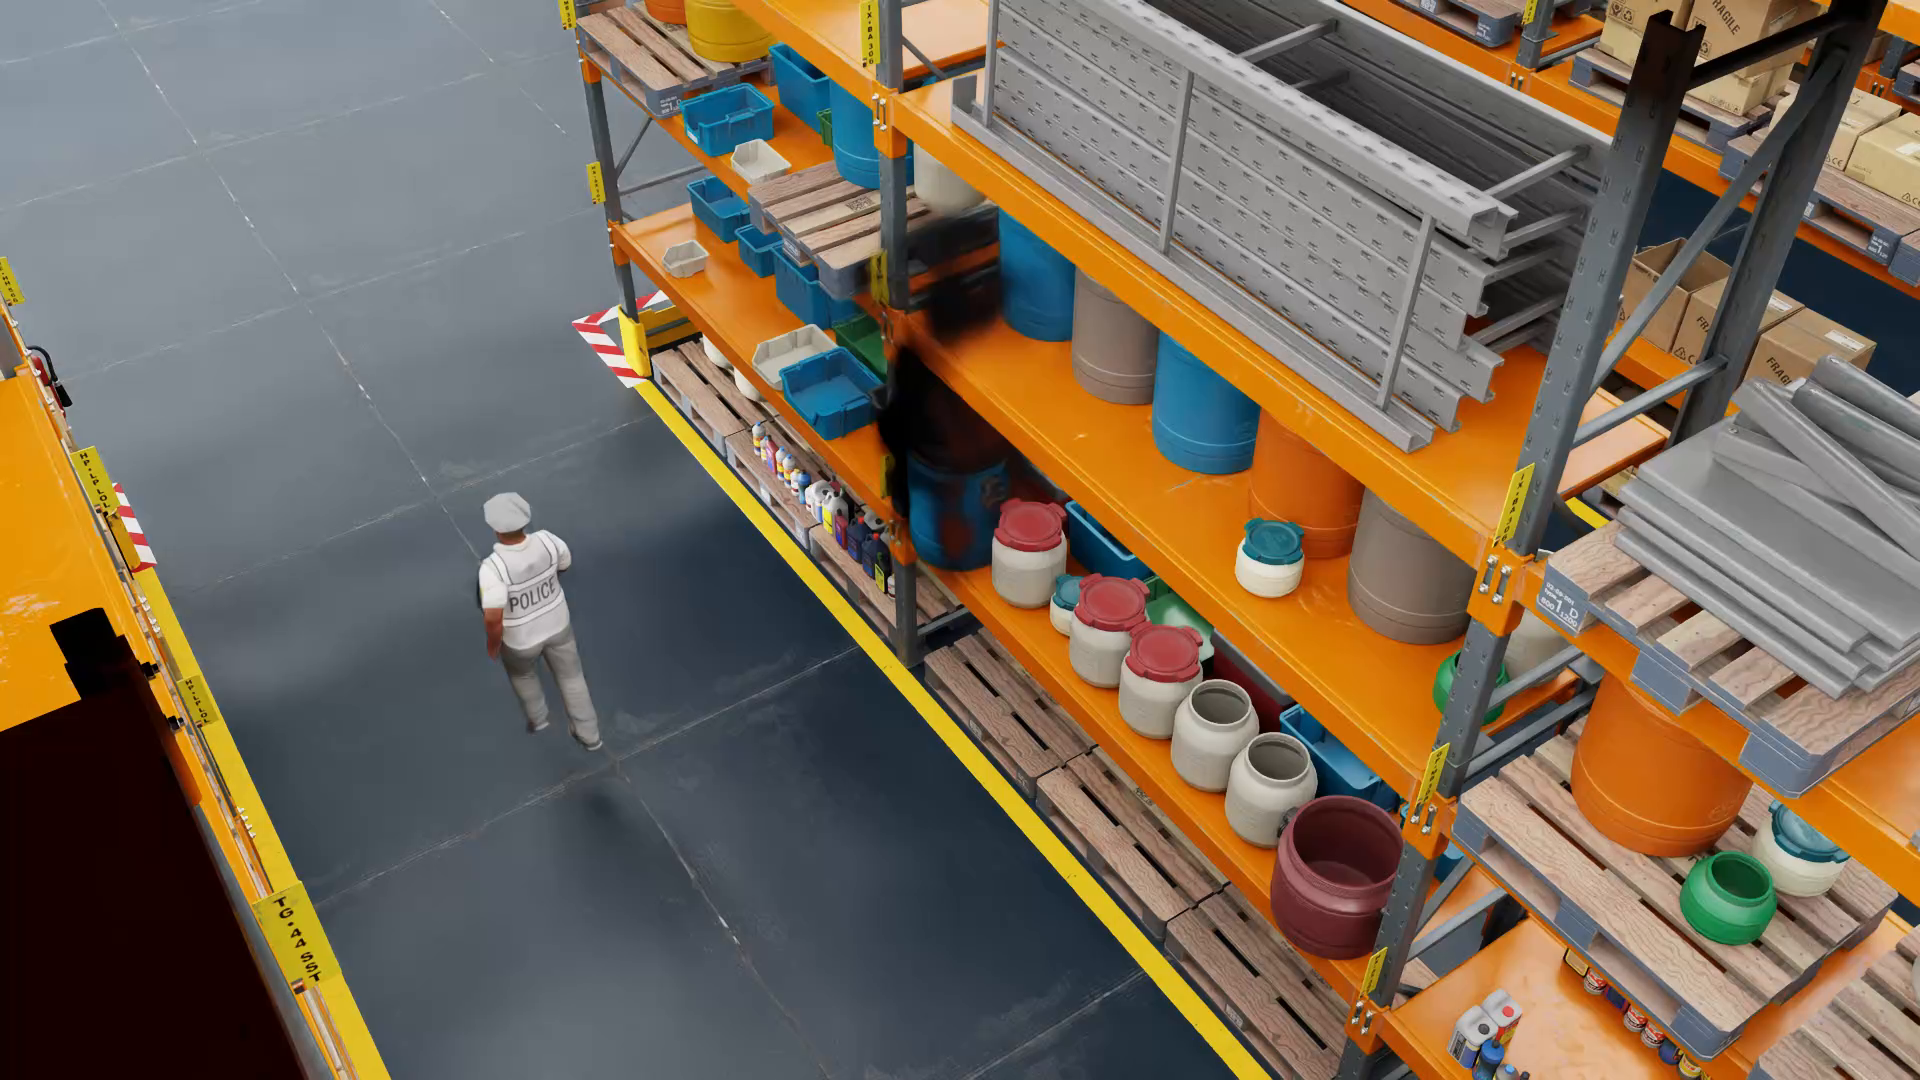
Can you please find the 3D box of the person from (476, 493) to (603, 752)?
[{"bbox_3d":[-2.451,0.521,9.523,0.650,1.902,0.822,-29,50,-28],"label":"person"}]
